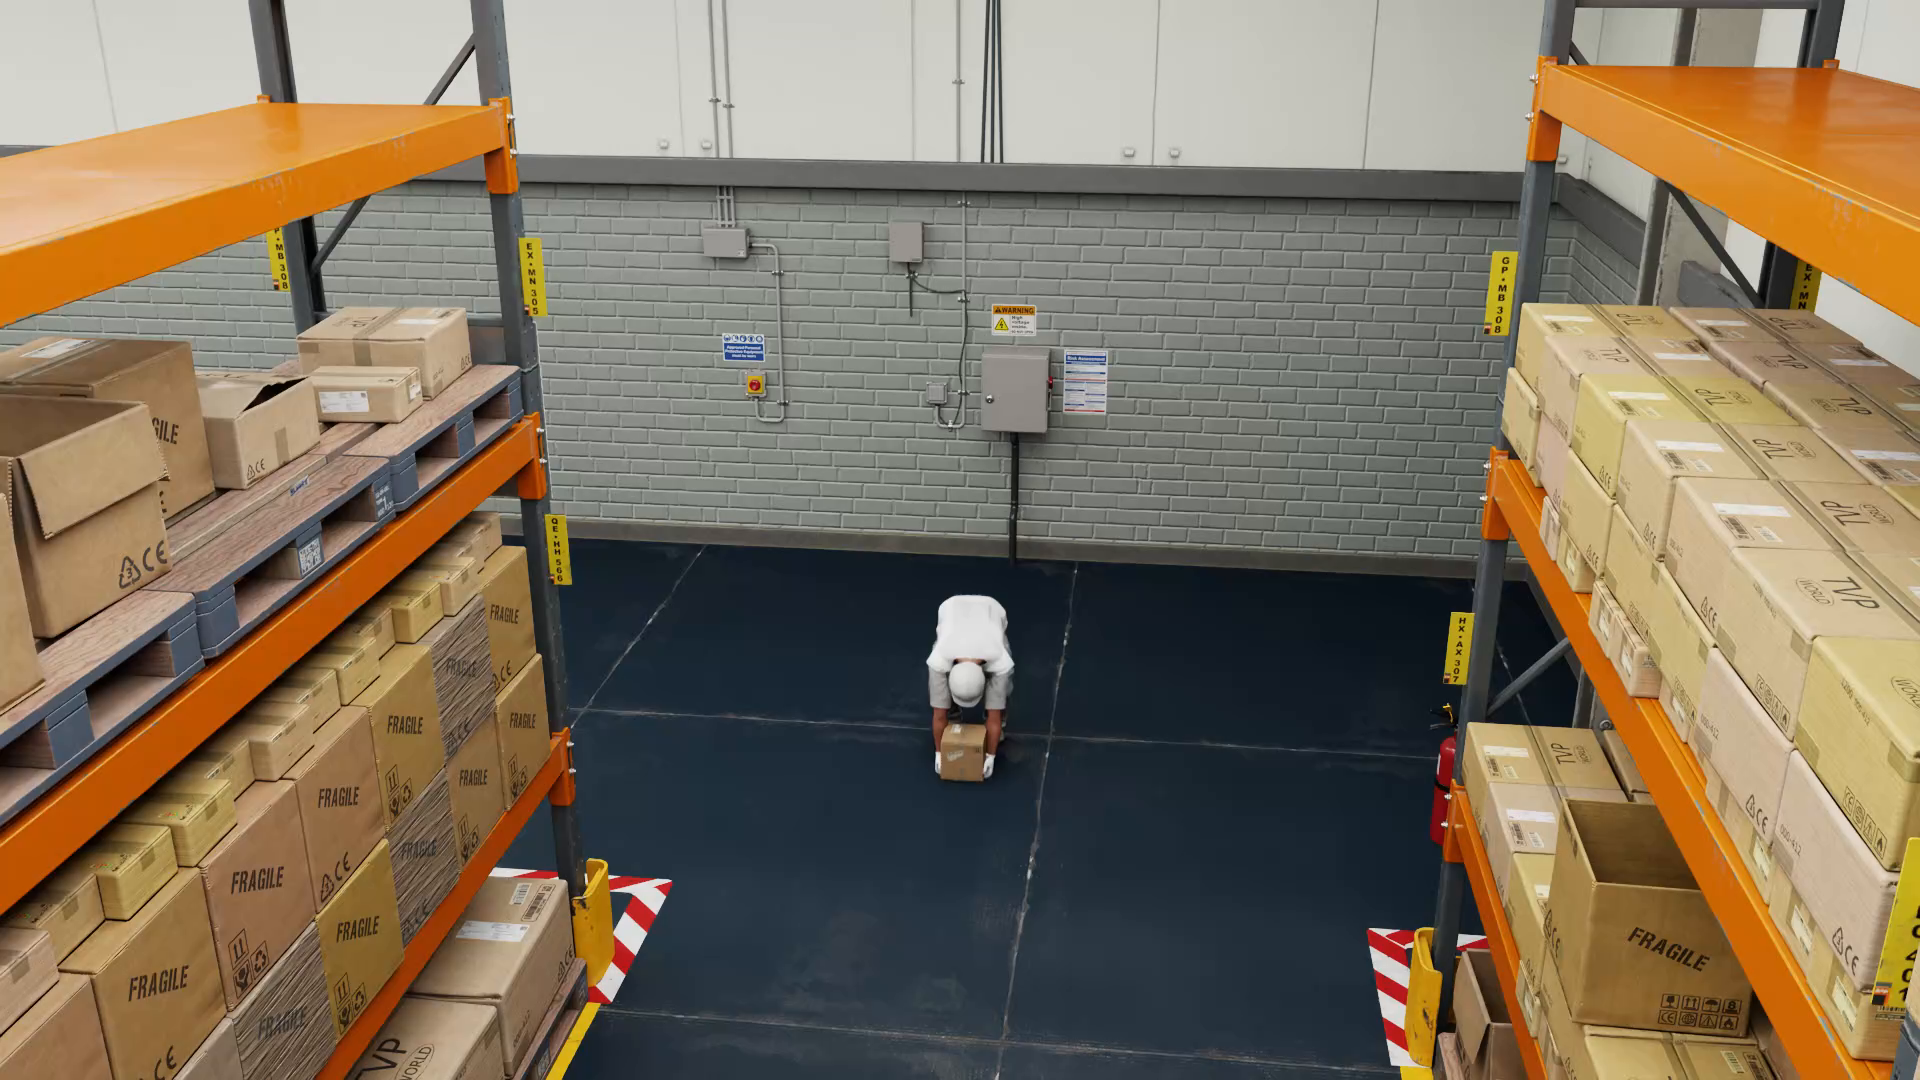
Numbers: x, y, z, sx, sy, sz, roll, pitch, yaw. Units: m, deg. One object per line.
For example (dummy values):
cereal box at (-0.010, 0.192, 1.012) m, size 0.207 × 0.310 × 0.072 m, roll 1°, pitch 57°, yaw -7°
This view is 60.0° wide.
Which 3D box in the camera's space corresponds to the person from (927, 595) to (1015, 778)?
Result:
person at (0.067, 0.859, 10.054) m, size 0.534 × 0.917 × 0.986 m, roll 2°, pitch 21°, yaw 4°
